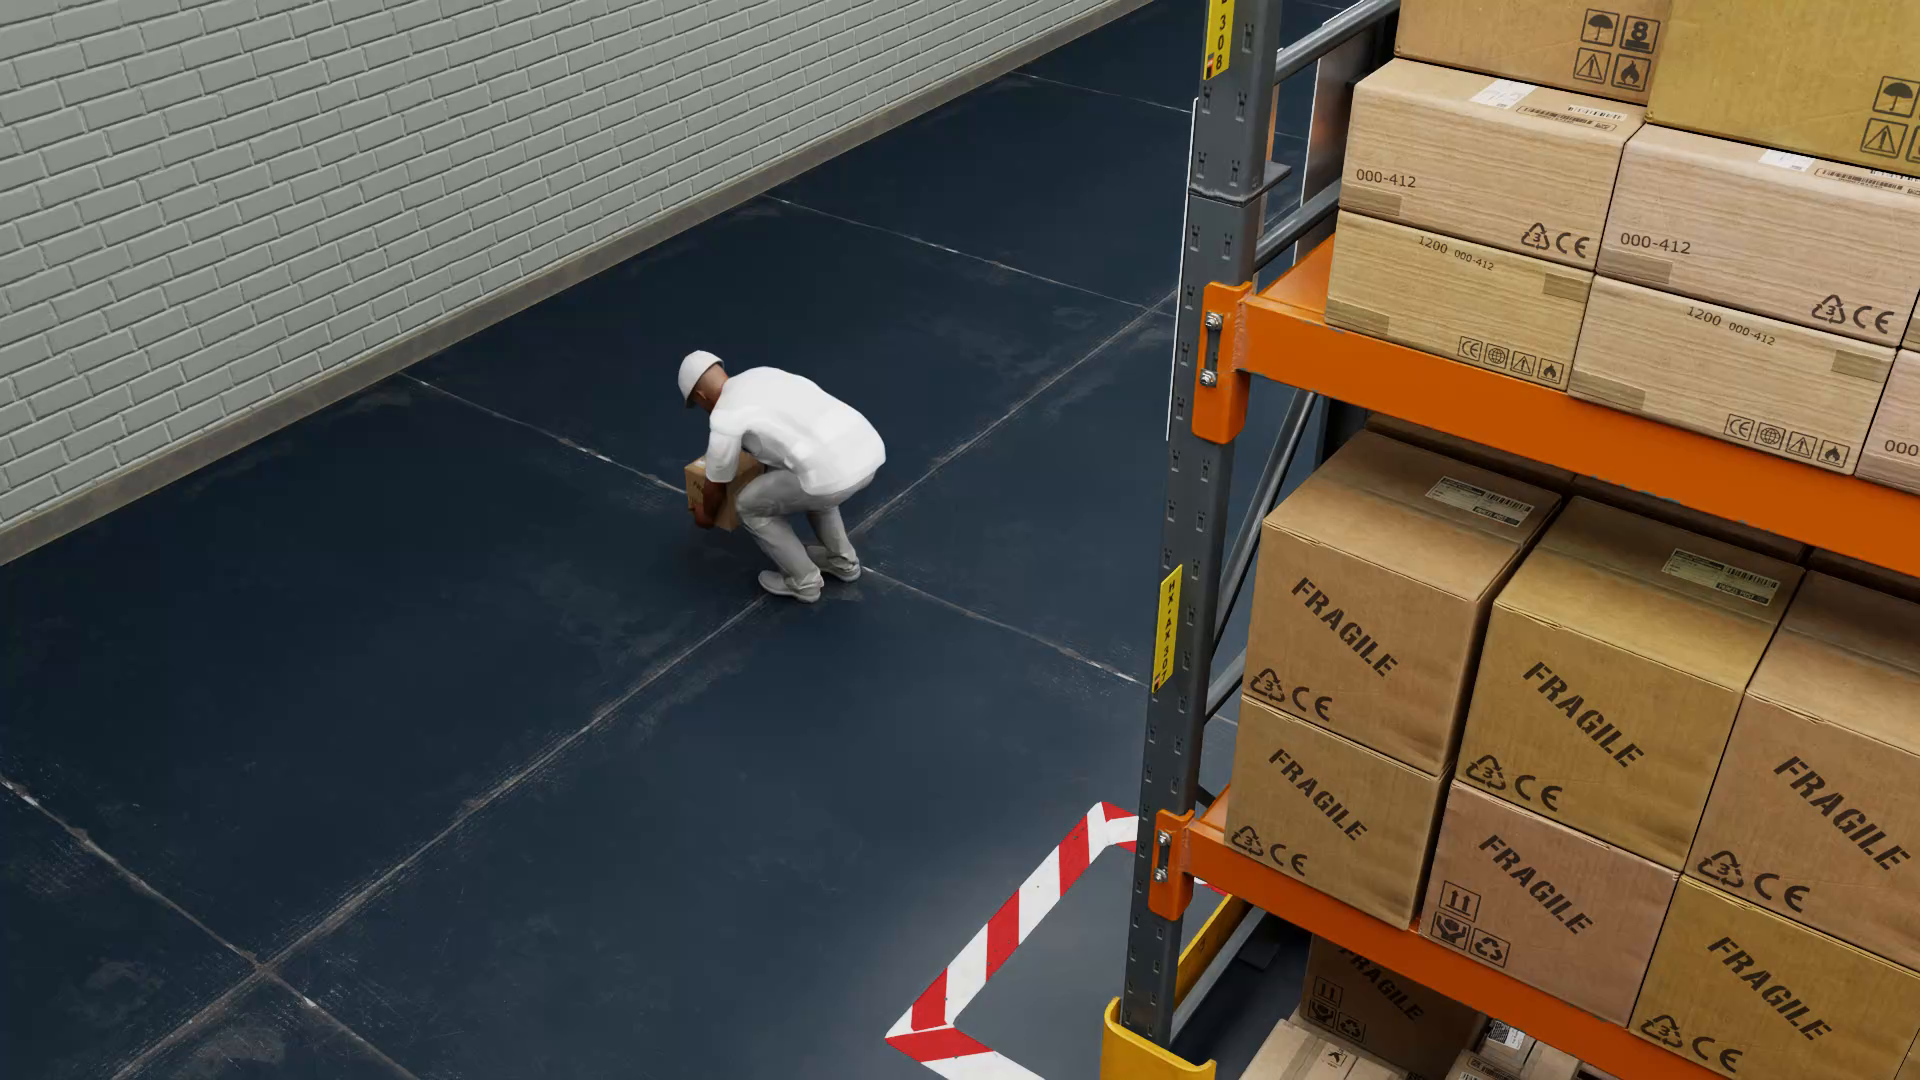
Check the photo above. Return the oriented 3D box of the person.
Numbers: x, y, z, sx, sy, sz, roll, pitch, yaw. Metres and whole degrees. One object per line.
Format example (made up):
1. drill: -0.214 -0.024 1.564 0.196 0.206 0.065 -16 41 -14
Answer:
1. person: -0.789 -0.268 7.183 0.956 1.012 0.526 20 39 26
